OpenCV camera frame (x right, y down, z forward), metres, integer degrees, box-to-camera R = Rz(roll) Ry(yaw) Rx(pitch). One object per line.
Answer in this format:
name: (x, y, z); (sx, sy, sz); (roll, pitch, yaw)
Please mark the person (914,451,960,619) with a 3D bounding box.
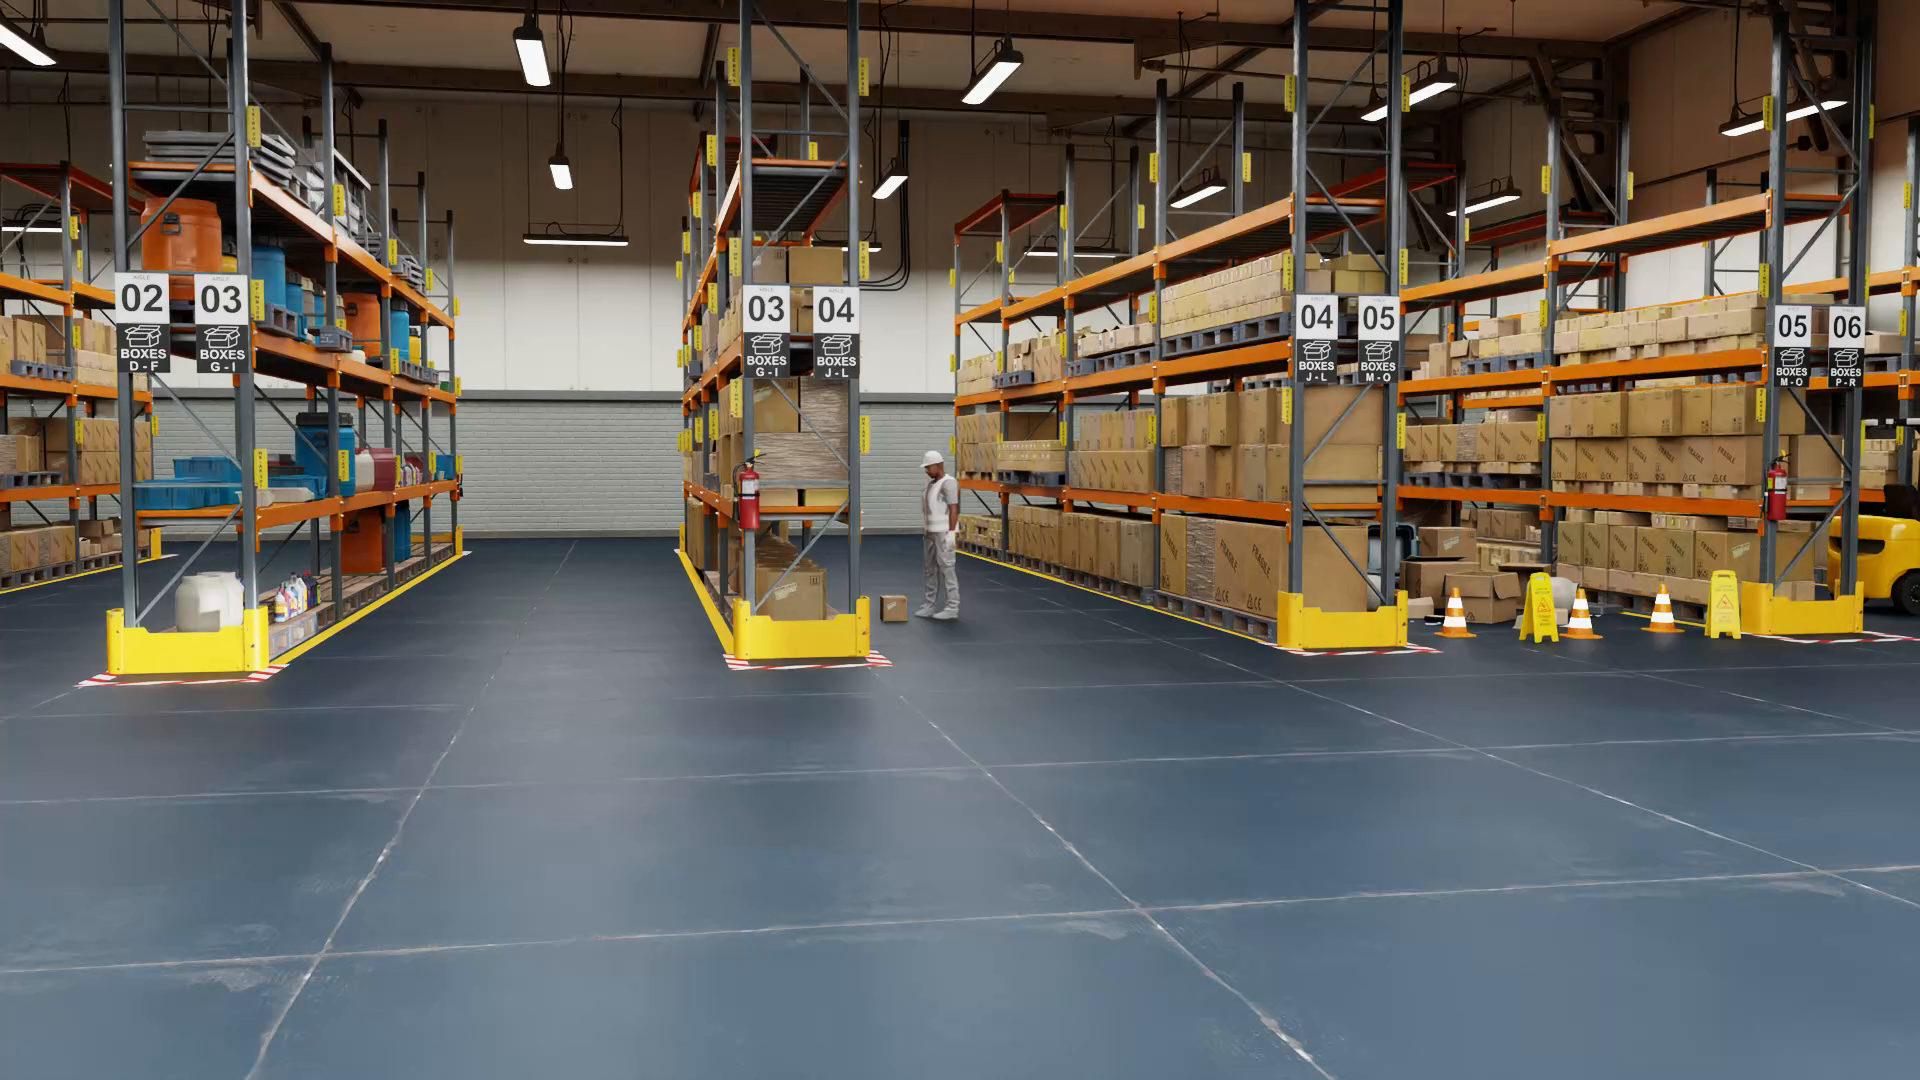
person: (-0.248, -0.062, 17.675); (0.454, 1.777, 0.594); (-1, 3, -25)
